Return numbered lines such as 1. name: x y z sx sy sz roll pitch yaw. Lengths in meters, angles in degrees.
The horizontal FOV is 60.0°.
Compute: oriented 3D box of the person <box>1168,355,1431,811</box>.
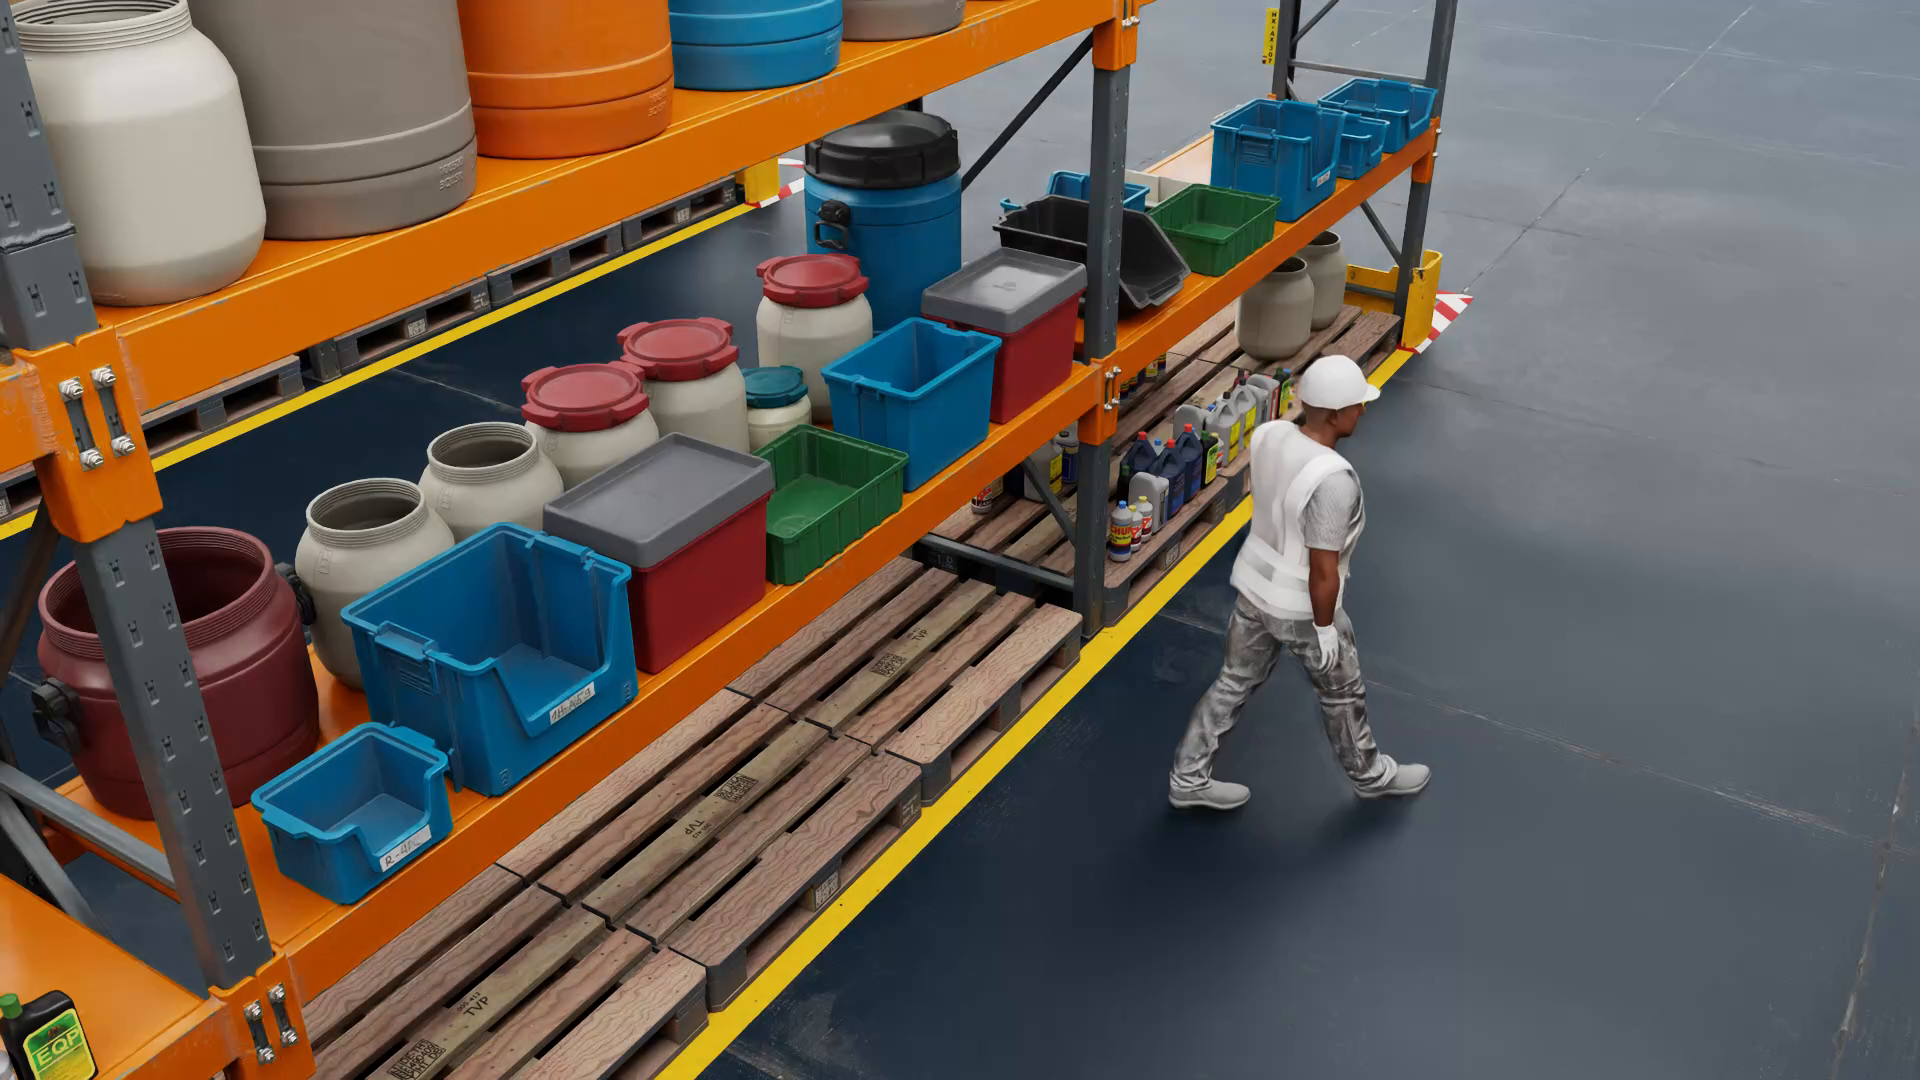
1. person: 1.240 0.165 5.870 0.973 1.715 0.582 -12 32 -19
